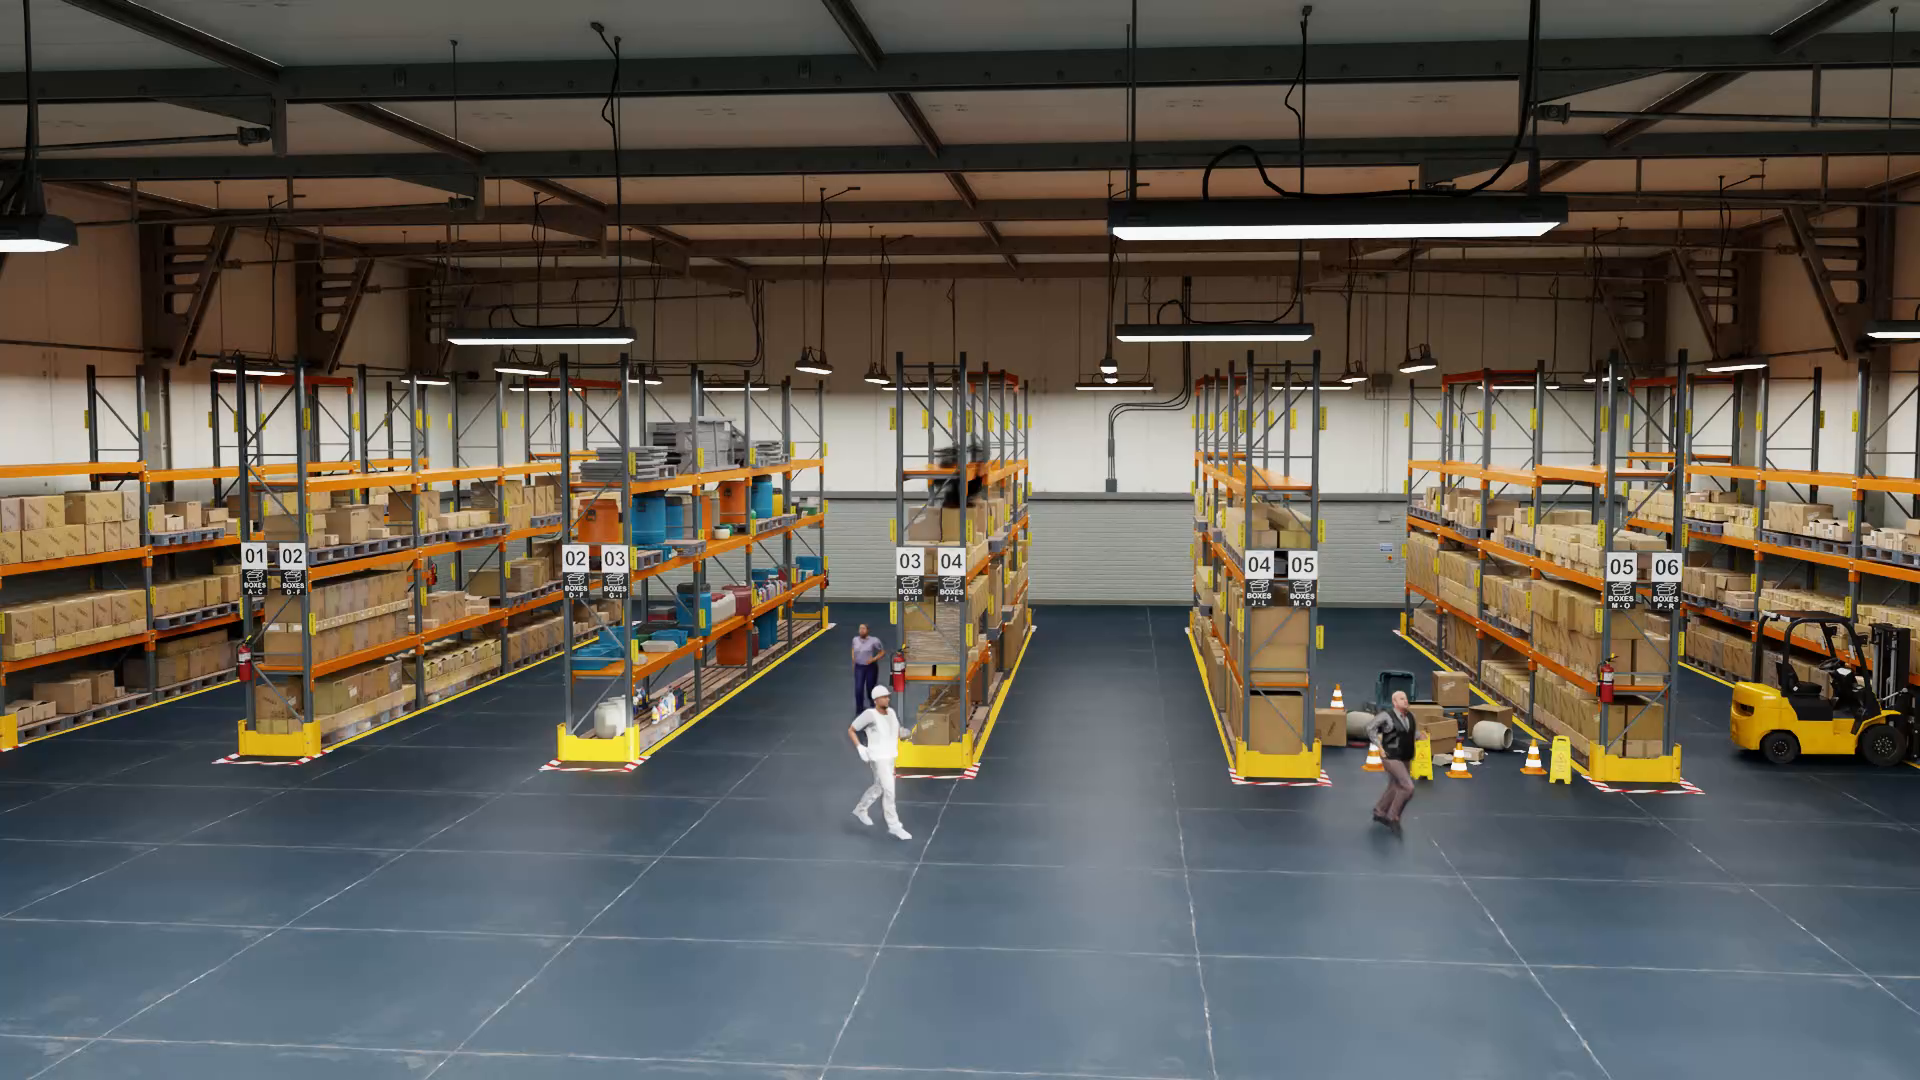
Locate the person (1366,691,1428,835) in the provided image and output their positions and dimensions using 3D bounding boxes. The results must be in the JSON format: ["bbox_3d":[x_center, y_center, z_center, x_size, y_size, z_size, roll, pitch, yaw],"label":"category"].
[{"bbox_3d":[5.366,2.719,20.319,0.627,1.768,0.742,-3,5,-37],"label":"person"}]

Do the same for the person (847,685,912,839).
[{"bbox_3d":[-0.946,2.655,20.120,0.947,1.799,0.674,2,5,32],"label":"person"}]

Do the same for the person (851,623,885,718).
[{"bbox_3d":[-1.539,2.225,27.865,0.612,1.715,0.721,1,4,11],"label":"person"}]
